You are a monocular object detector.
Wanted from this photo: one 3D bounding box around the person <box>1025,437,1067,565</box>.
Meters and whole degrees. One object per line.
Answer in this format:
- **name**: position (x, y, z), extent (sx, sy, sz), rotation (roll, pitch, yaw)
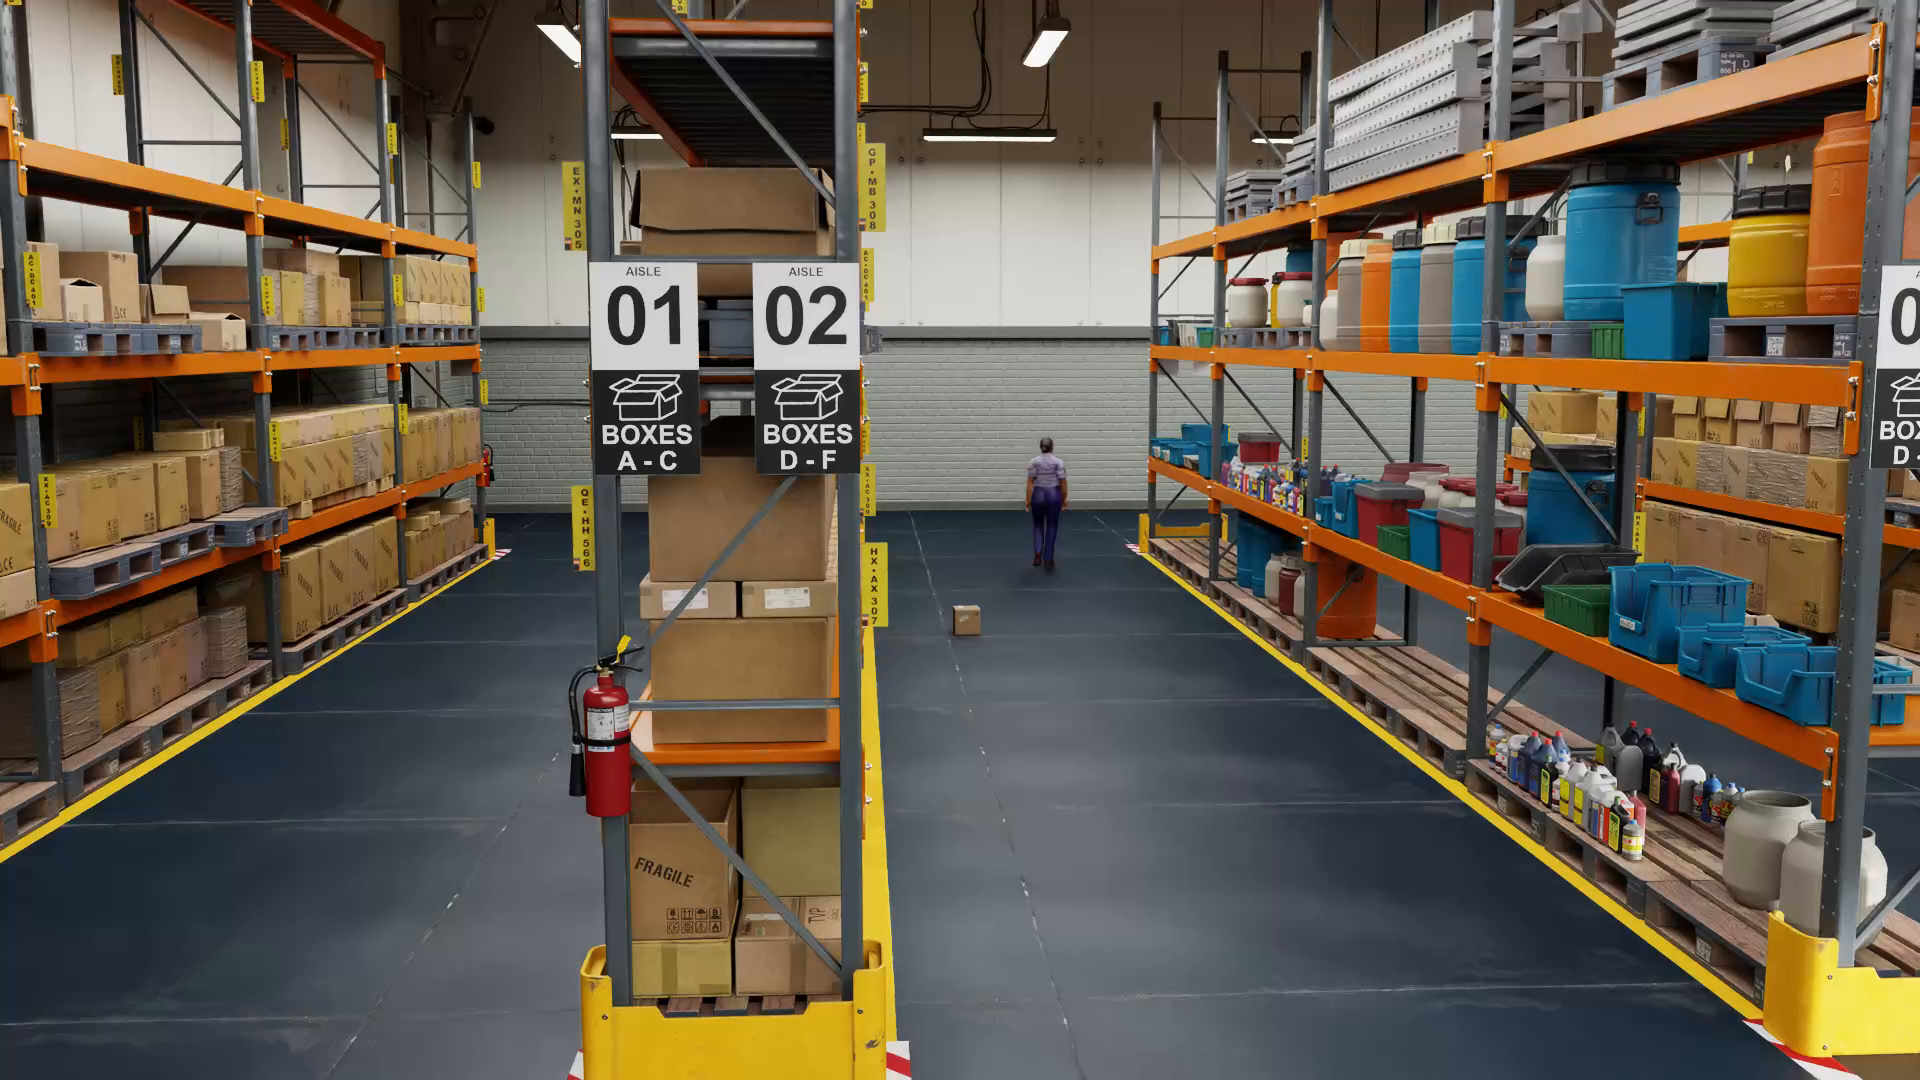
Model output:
- **person**: position (1.117, -0.474, 21.209), extent (0.520, 1.696, 0.480), rotation (2, 7, 15)
